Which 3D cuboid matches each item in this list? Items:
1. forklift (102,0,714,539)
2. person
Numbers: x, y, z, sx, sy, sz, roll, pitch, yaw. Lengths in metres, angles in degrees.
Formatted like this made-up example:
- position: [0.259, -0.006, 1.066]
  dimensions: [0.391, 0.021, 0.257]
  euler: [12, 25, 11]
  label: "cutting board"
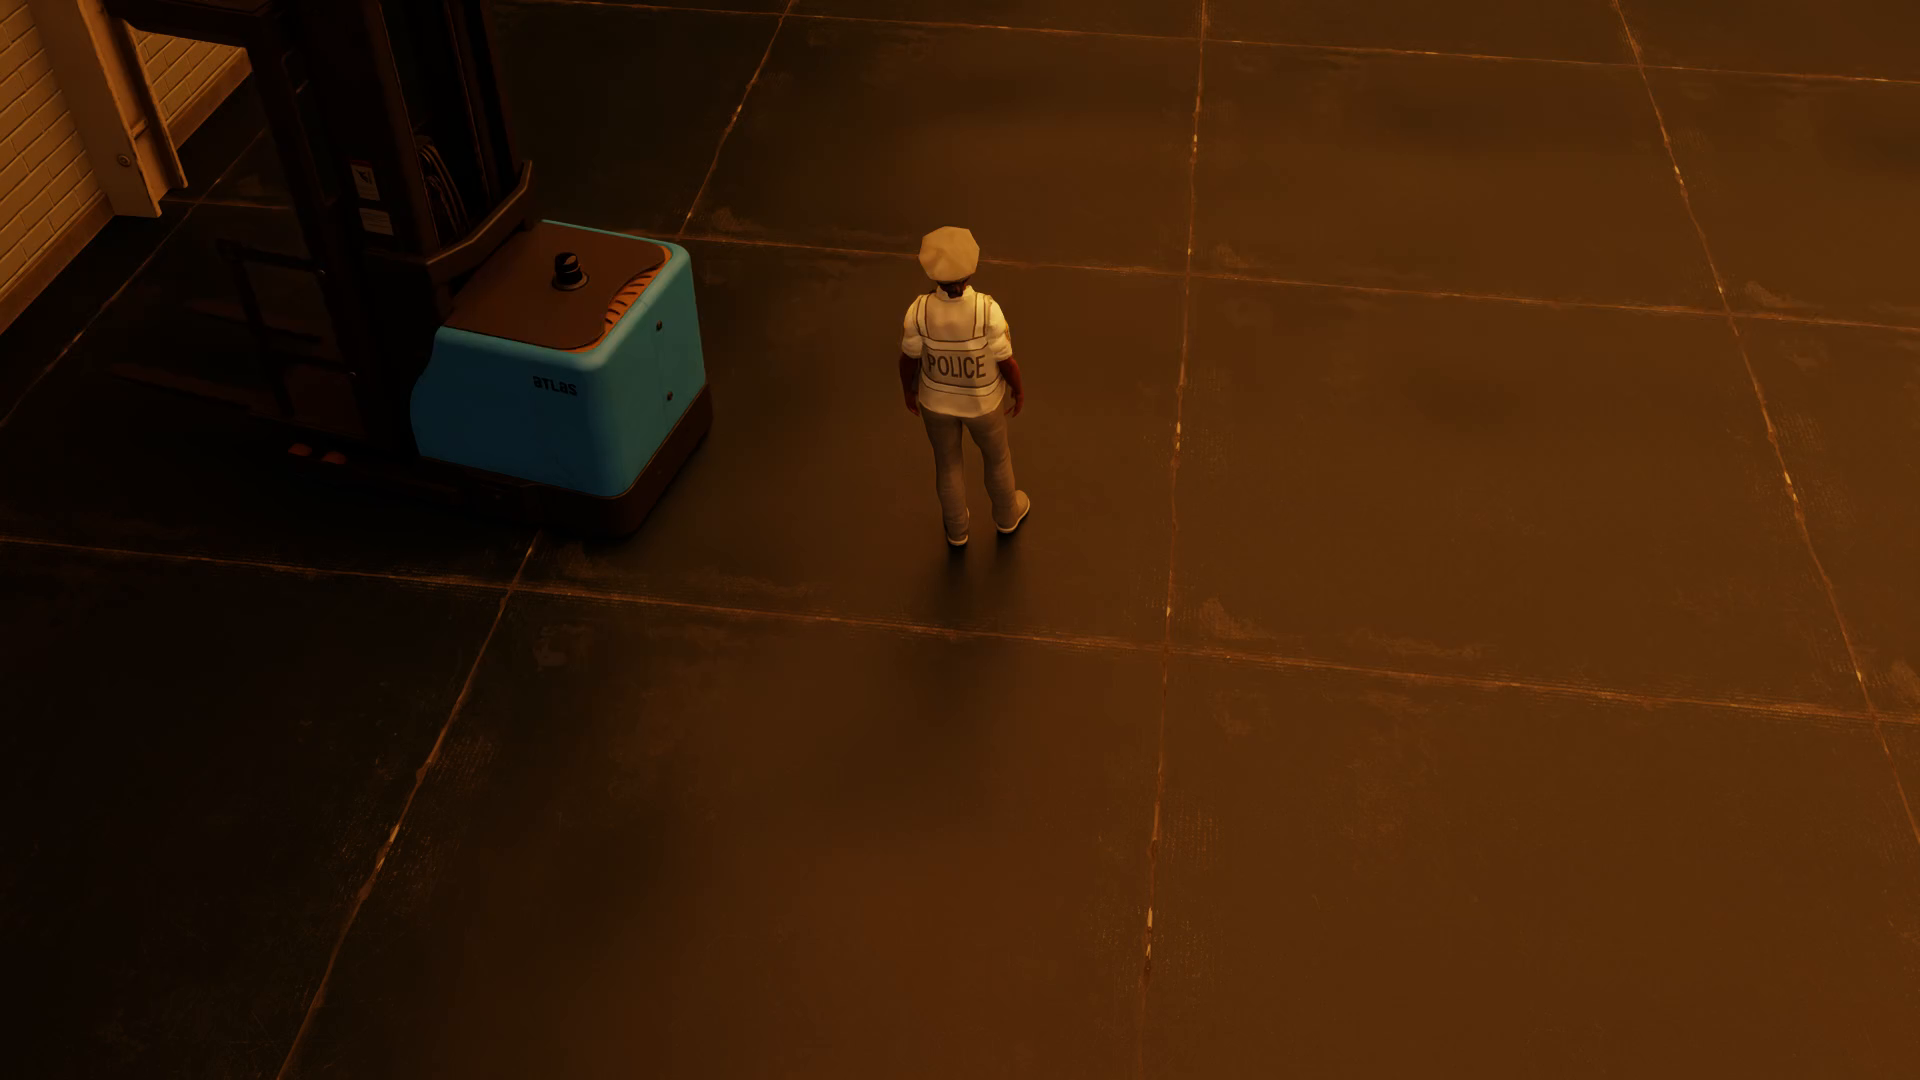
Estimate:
- position: [-2.828, -1.676, 7.548]
  dimensions: [3.031, 2.935, 1.130]
  euler: [13, 44, 13]
  label: "forklift"
- position: [0.032, -0.678, 7.365]
  dimensions: [0.564, 1.695, 0.528]
  euler: [5, 43, 6]
  label: "person"
